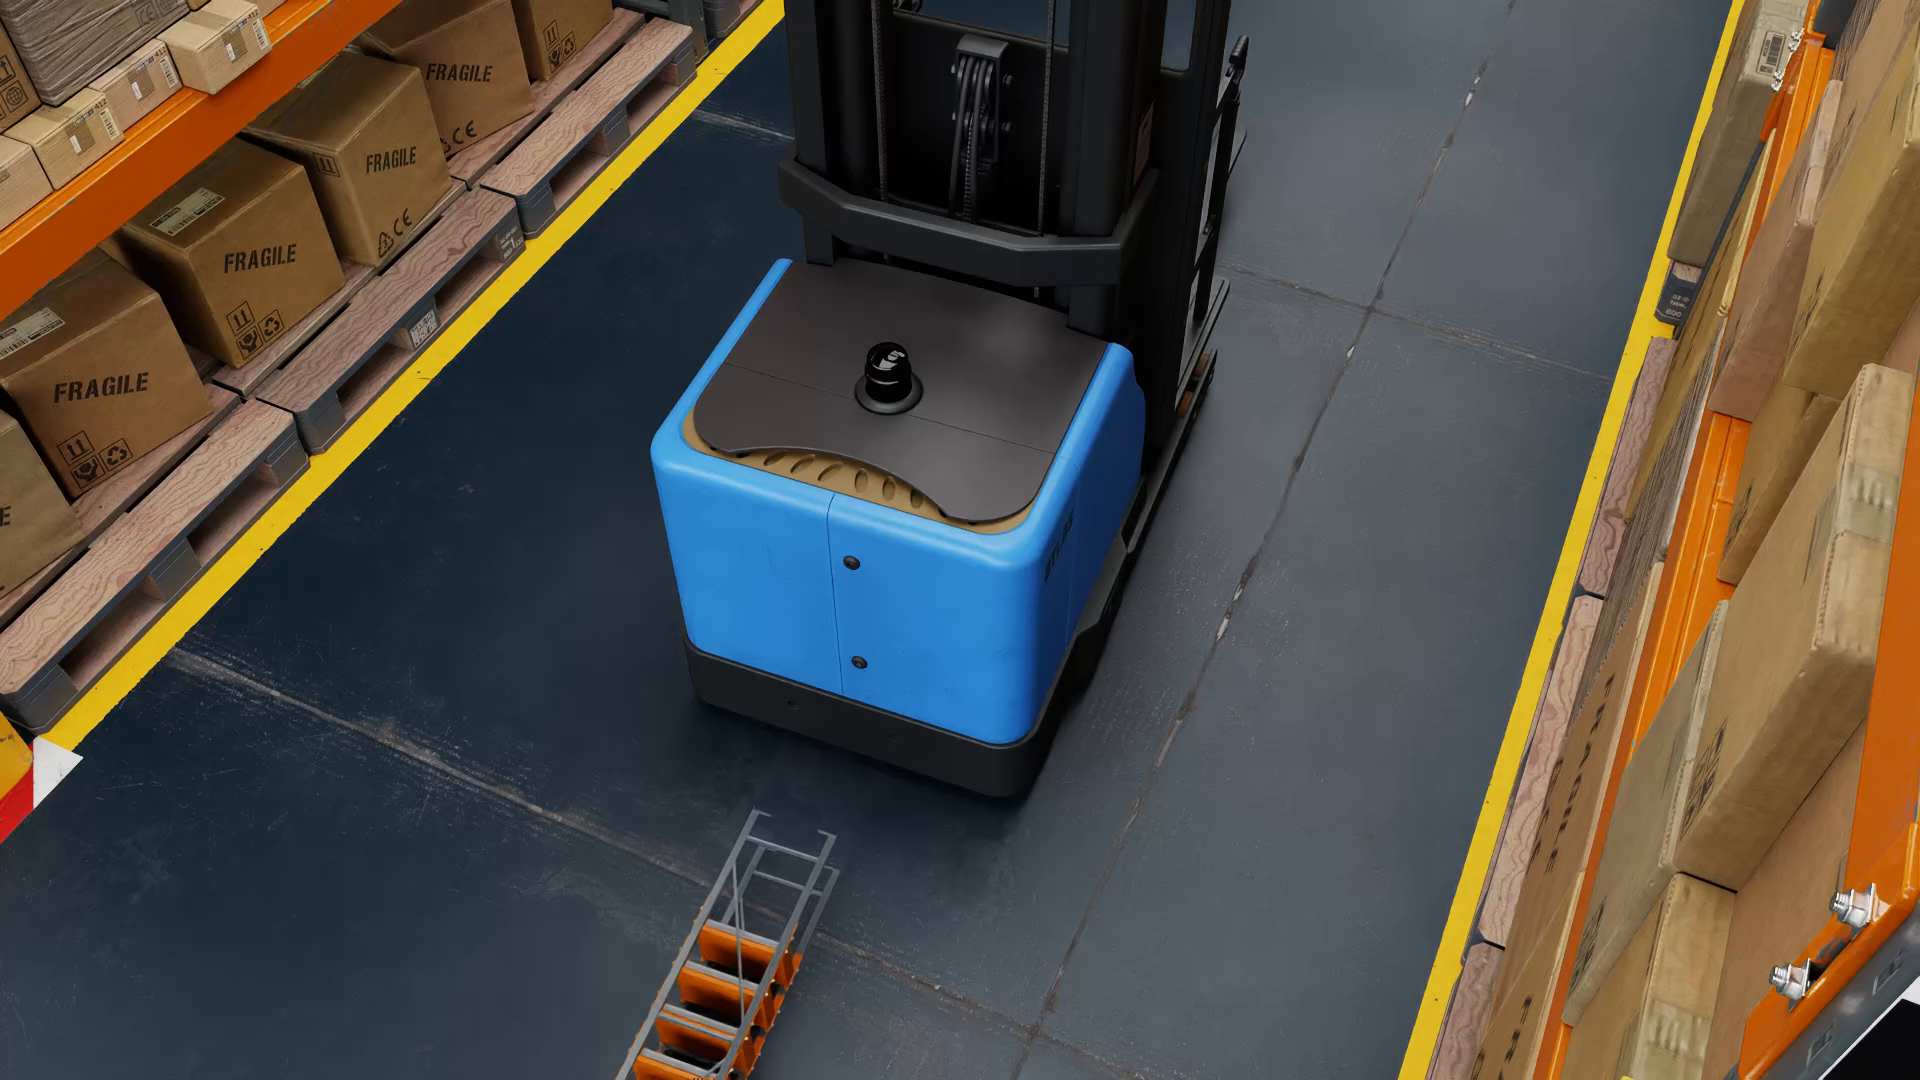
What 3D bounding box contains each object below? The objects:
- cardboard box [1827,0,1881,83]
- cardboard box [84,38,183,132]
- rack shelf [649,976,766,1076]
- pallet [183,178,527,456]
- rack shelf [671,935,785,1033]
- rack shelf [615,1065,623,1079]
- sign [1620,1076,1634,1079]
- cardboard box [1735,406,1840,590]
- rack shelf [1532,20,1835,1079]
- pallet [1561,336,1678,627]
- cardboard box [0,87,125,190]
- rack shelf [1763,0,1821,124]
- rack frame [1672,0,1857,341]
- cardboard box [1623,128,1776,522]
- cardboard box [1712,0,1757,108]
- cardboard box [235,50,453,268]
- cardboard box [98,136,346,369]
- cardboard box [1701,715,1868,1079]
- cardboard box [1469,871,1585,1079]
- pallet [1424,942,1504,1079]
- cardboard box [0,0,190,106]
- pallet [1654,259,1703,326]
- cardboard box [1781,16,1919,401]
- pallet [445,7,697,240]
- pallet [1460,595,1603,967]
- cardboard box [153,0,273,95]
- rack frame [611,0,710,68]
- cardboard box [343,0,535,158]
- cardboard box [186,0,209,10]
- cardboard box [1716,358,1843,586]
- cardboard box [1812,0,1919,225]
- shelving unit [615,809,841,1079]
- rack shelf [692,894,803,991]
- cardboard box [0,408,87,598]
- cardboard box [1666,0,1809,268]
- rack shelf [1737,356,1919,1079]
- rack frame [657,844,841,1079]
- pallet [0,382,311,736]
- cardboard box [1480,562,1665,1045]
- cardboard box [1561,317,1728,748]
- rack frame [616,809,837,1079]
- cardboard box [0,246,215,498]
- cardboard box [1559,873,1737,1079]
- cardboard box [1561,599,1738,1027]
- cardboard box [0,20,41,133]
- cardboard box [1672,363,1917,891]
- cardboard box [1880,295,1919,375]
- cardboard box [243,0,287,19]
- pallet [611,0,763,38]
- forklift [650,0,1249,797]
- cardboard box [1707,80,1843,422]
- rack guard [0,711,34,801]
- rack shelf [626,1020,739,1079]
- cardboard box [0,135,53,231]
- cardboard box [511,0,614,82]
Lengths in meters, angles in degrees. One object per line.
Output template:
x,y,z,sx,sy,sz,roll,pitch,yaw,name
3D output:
2.765,-1.240,4.237,0.875,0.550,0.550,20,52,16,cardboard box
-2.373,-1.279,4.533,0.380,0.149,0.250,20,52,16,cardboard box
-0.621,1.200,4.102,0.258,0.180,0.103,15,51,13,rack shelf
-2.305,-0.912,5.888,1.003,0.211,1.213,20,52,16,pallet
-0.581,1.114,4.175,0.258,0.180,0.103,15,51,13,rack shelf
-0.702,1.372,3.955,0.258,0.180,0.103,15,51,13,rack shelf
0.718,0.667,1.797,0.100,0.325,0.005,20,52,16,sign
1.888,0.255,2.965,0.875,0.550,0.550,20,52,16,cardboard box
2.057,0.161,3.616,1.077,0.370,4.000,20,52,16,rack shelf
2.516,-0.048,5.152,1.003,0.211,1.213,20,52,16,pallet
-2.456,-1.098,4.379,0.380,0.149,0.250,20,52,16,cardboard box
3.766,-2.594,5.960,1.077,0.370,4.000,20,52,16,rack shelf
2.911,-1.450,4.514,1.000,3.000,0.127,20,52,16,rack frame
2.579,-0.487,4.814,0.875,0.875,0.875,21,53,17,cardboard box
3.511,-1.976,6.164,1.050,0.750,0.750,20,52,16,cardboard box
-2.169,-1.347,5.792,0.500,0.500,0.500,16,51,13,cardboard box
-2.448,-0.977,5.477,0.500,0.500,0.500,24,54,19,cardboard box
1.396,0.663,1.908,0.875,0.550,0.550,20,52,16,cardboard box
1.433,1.369,3.235,0.875,0.875,0.875,20,53,16,cardboard box
1.473,1.633,3.722,1.003,0.211,1.213,20,52,16,pallet
-2.621,-1.591,4.373,0.875,0.500,0.500,20,52,16,cardboard box
3.173,-1.102,6.049,1.003,0.211,1.213,20,52,16,pallet
2.019,-0.494,2.893,0.875,0.550,0.500,20,52,16,cardboard box
-1.785,-1.755,6.605,1.003,0.211,1.213,20,52,16,pallet
1.996,0.795,4.435,1.003,0.211,1.213,20,52,16,pallet
-2.173,-1.417,4.651,0.380,0.149,0.250,20,52,16,cardboard box
-1.530,-3.133,5.946,1.000,3.000,0.127,20,52,16,rack frame
-1.975,-1.800,6.177,0.500,0.500,0.500,36,58,27,cardboard box
-2.397,-1.931,4.663,0.875,0.500,0.500,20,52,16,cardboard box
2.077,-0.123,3.287,0.875,0.550,0.500,20,52,16,cardboard box
2.238,-0.862,3.206,0.875,0.550,0.550,20,52,16,cardboard box
-0.636,1.232,4.075,0.258,0.189,1.200,15,51,13,shelving unit
-0.540,1.028,4.248,0.258,0.180,0.103,15,51,13,rack shelf
-2.957,-0.129,4.756,0.500,0.500,0.500,29,55,22,cardboard box
3.095,-1.313,5.599,1.050,0.750,0.750,20,52,16,cardboard box
2.057,-0.811,2.474,1.077,0.370,4.000,20,52,16,rack shelf
-0.636,1.291,4.144,0.240,0.006,1.200,15,51,13,rack frame
-2.827,-0.075,5.175,1.003,0.211,1.213,20,52,16,pallet
1.807,0.762,3.751,0.875,0.875,0.875,19,52,16,cardboard box
2.198,0.135,4.285,0.875,0.875,0.875,20,53,16,cardboard box
-0.636,1.173,4.005,0.240,0.006,1.200,15,51,13,rack frame
-2.732,-0.552,5.116,0.500,0.500,0.500,33,57,25,cardboard box
1.320,0.986,2.343,0.875,0.550,0.550,20,52,16,cardboard box
1.535,0.600,2.671,0.875,0.550,0.550,20,52,16,cardboard box
-2.874,-1.260,4.092,0.875,0.500,0.500,20,52,16,cardboard box
1.548,0.255,2.256,0.875,0.550,0.550,20,52,16,cardboard box
1.910,-0.087,2.547,0.875,0.550,0.550,20,52,16,cardboard box
-2.186,-1.632,4.834,0.380,0.149,0.250,20,52,16,cardboard box
-1.199,-2.766,7.465,1.003,0.211,1.213,20,52,16,pallet
0.225,-1.395,4.512,1.130,2.935,3.031,16,52,13,forklift
2.213,-0.521,3.625,0.875,0.550,0.550,20,52,16,cardboard box
-3.206,0.379,4.599,1.175,0.500,0.348,20,52,16,rack guard
-0.662,1.286,4.028,0.258,0.180,0.103,15,51,13,rack shelf
-2.569,-0.928,4.235,0.380,0.149,0.250,20,52,16,cardboard box
-1.737,-2.197,6.515,0.500,0.500,0.500,18,52,15,cardboard box
